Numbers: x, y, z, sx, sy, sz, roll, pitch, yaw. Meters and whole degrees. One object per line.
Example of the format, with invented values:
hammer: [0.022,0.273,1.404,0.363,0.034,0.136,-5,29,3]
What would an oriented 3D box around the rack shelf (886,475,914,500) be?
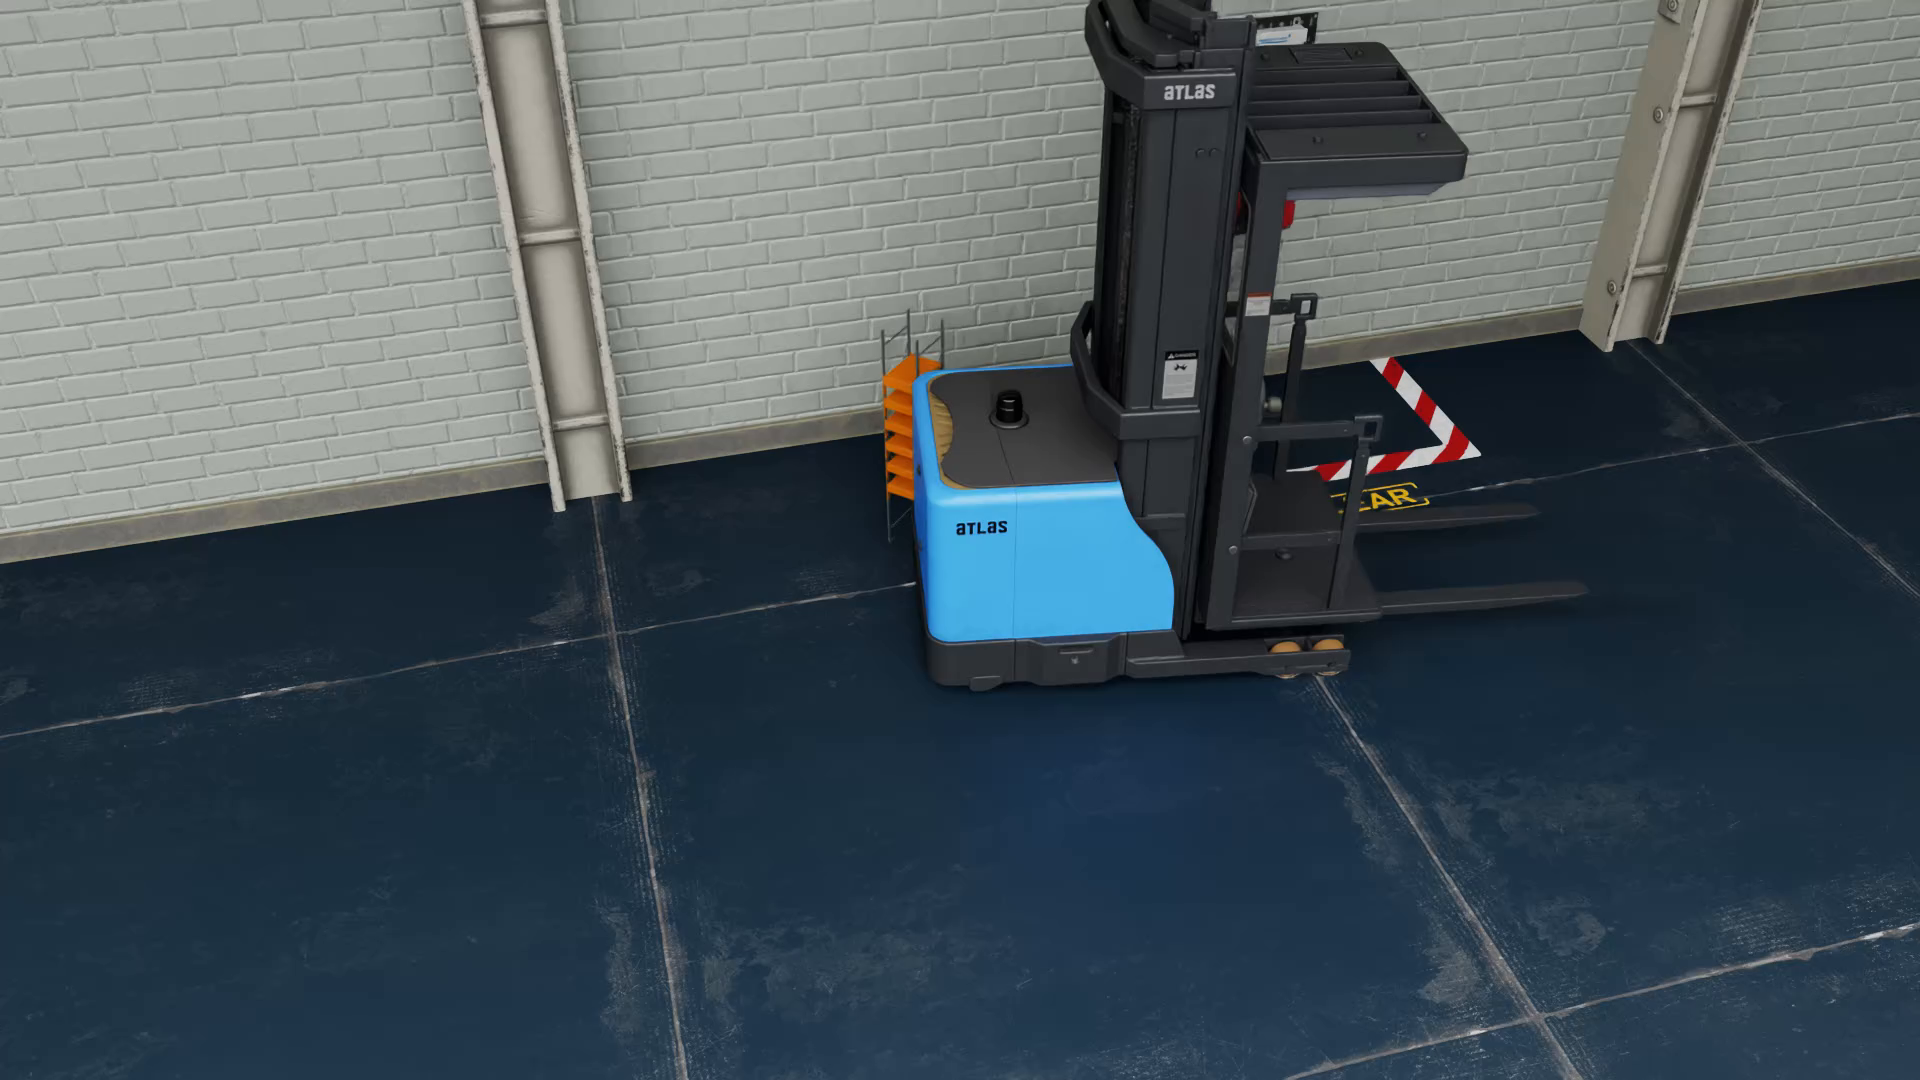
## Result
rack shelf: [-0.213,-0.271,8.063,0.180,0.103,0.258,20,42,24]

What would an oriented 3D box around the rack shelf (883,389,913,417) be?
rack shelf: [-0.214,-0.653,7.772,0.180,0.103,0.258,20,42,24]

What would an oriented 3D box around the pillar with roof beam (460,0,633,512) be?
pillar with roof beam: [-0.779,-1.312,2.538,0.400,9.000,9.100,-9,38,-12]

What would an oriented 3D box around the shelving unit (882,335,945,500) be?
shelving unit: [-0.212,-0.497,7.890,0.183,1.046,0.258,20,42,24]

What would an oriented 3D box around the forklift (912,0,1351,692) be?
forklift: [1.321,-0.865,6.948,3.031,2.935,1.130,-3,38,-4]

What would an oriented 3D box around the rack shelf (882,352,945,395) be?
rack shelf: [-0.214,-0.748,7.700,0.180,0.103,0.258,20,42,24]

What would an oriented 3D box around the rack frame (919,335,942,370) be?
rack frame: [-0.135,-0.468,7.853,0.002,1.046,0.228,20,42,24]

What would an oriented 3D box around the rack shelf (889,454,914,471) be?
rack shelf: [-0.213,-0.388,7.974,0.171,0.034,0.221,20,42,24]
